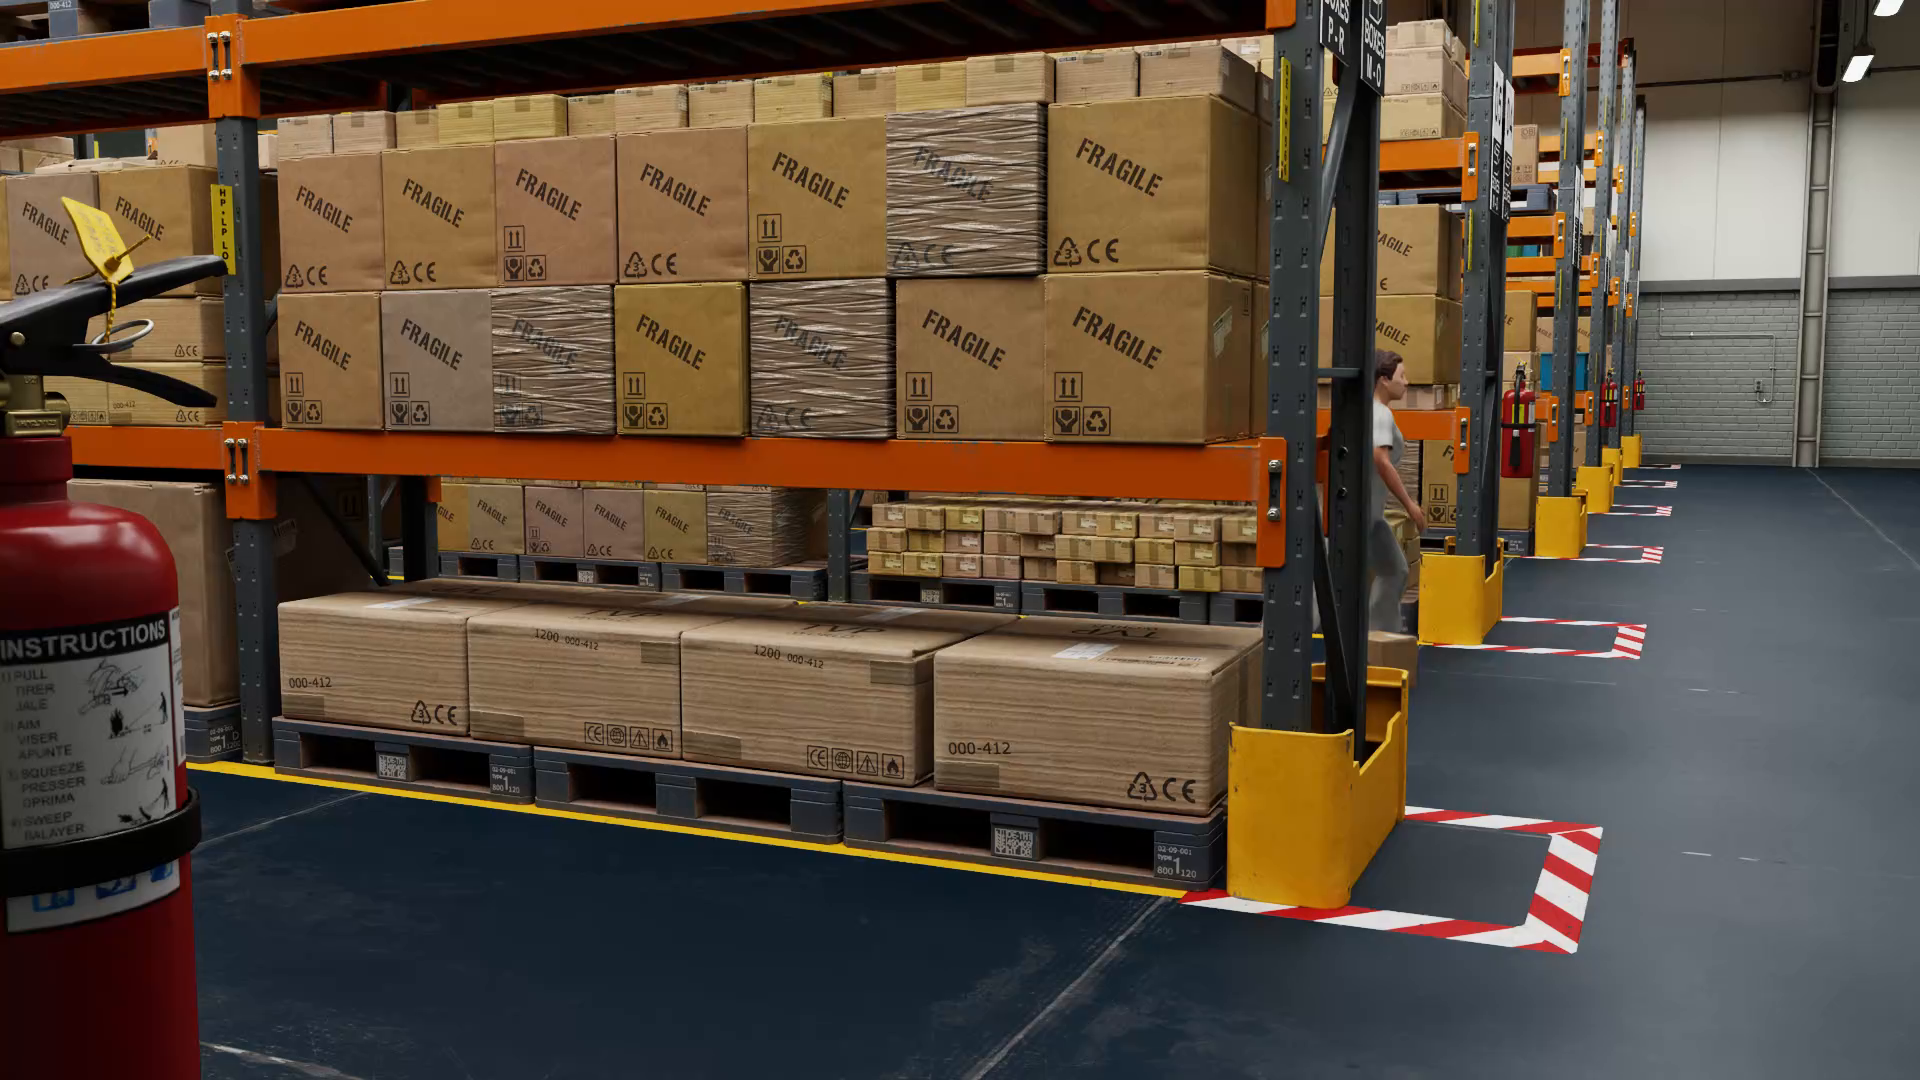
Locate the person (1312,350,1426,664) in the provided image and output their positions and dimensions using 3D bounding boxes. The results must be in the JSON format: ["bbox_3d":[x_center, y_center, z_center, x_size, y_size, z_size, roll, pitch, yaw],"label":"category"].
[{"bbox_3d":[1.906,-0.135,8.236,0.850,1.604,0.558,0,6,3],"label":"person"}]
